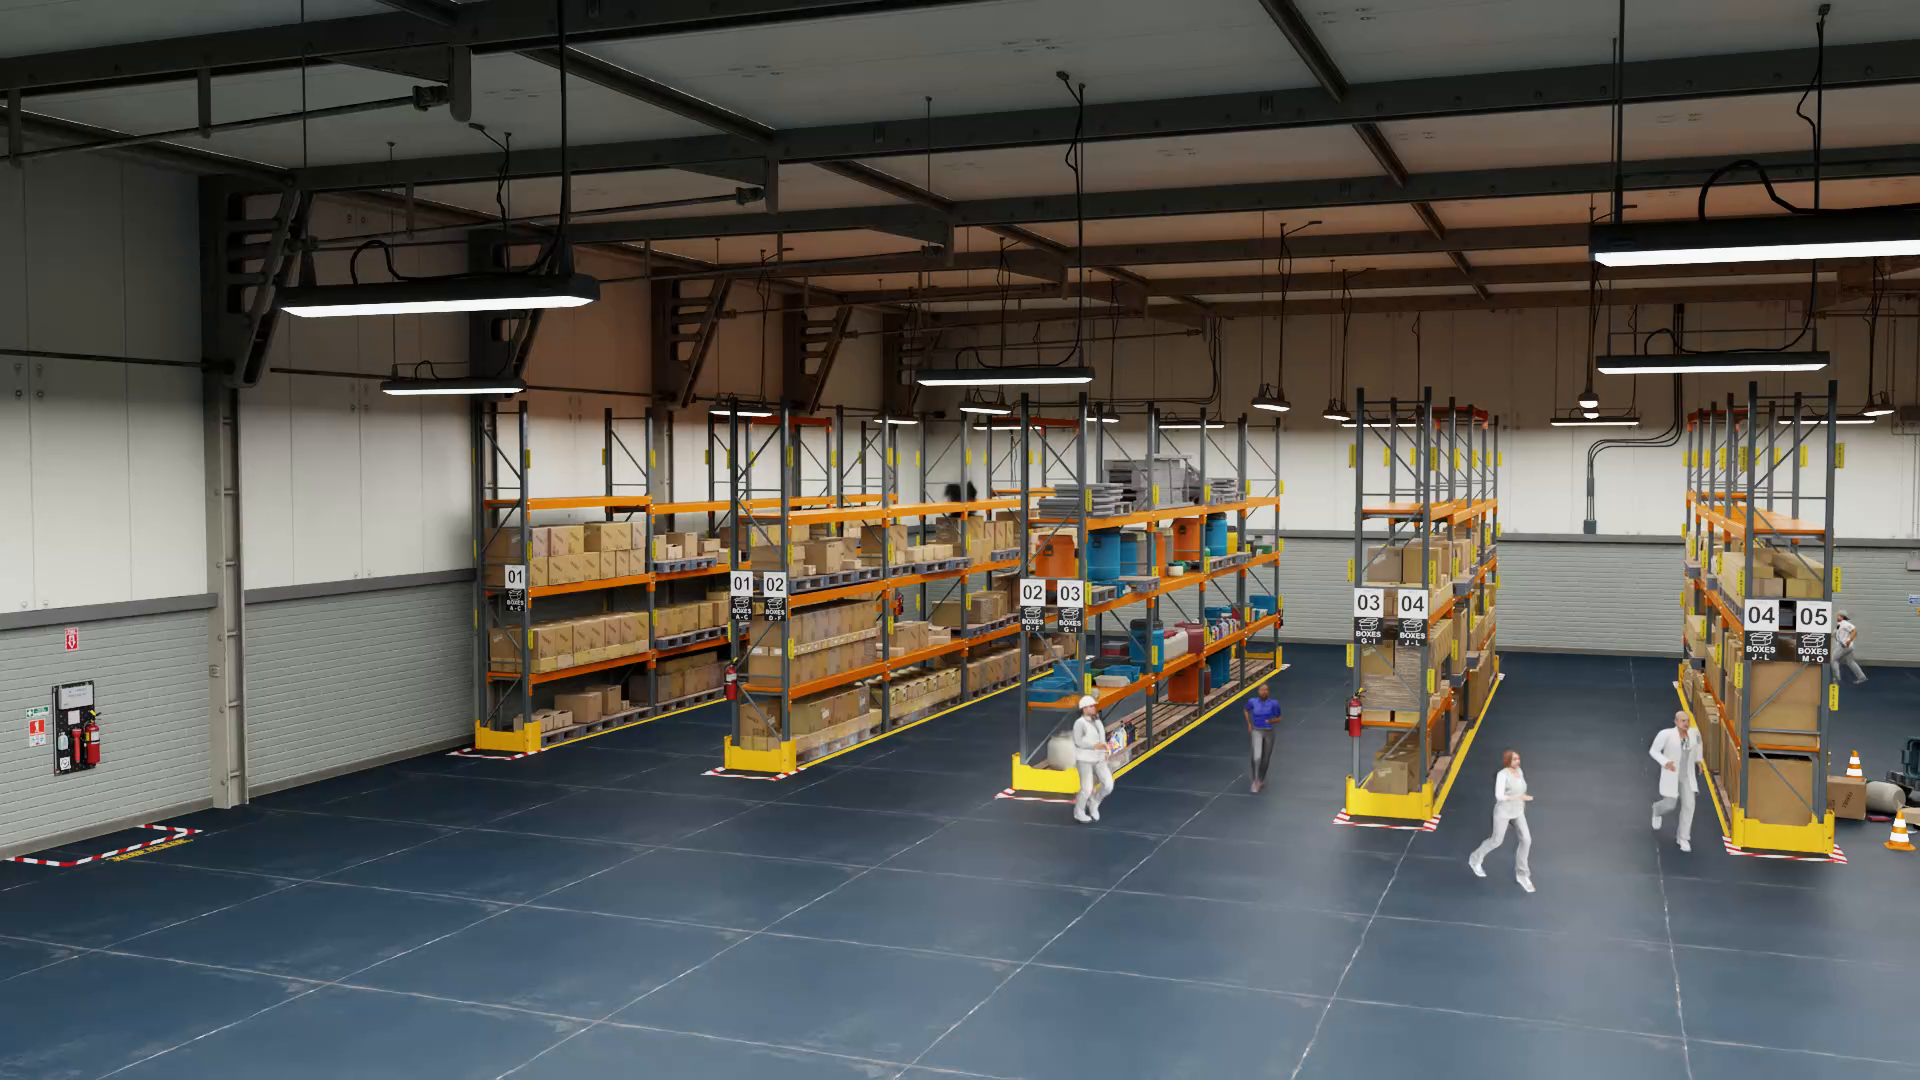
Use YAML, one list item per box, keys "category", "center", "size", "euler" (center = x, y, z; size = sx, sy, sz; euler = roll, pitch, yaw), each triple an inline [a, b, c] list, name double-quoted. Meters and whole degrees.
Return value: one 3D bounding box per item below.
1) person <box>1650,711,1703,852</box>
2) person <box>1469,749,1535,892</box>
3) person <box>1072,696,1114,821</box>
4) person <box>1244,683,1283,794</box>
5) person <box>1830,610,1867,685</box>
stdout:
- category: "person"
  center: [9.341, 3.084, 21.672]
  size: [0.738, 1.759, 1.050]
  euler: [0, 3, -1]
- category: "person"
  center: [6.403, 3.251, 19.521]
  size: [0.549, 1.629, 0.850]
  euler: [-2, 3, -30]
- category: "person"
  center: [1.824, 3.005, 22.800]
  size: [0.635, 1.735, 0.650]
  euler: [-2, 4, -39]
- category: "person"
  center: [4.565, 2.978, 25.045]
  size: [0.559, 1.659, 0.753]
  euler: [0, 3, 6]
- category: "person"
  center: [19.461, 2.405, 36.527]
  size: [0.871, 1.709, 0.609]
  euler: [1, 3, 27]
